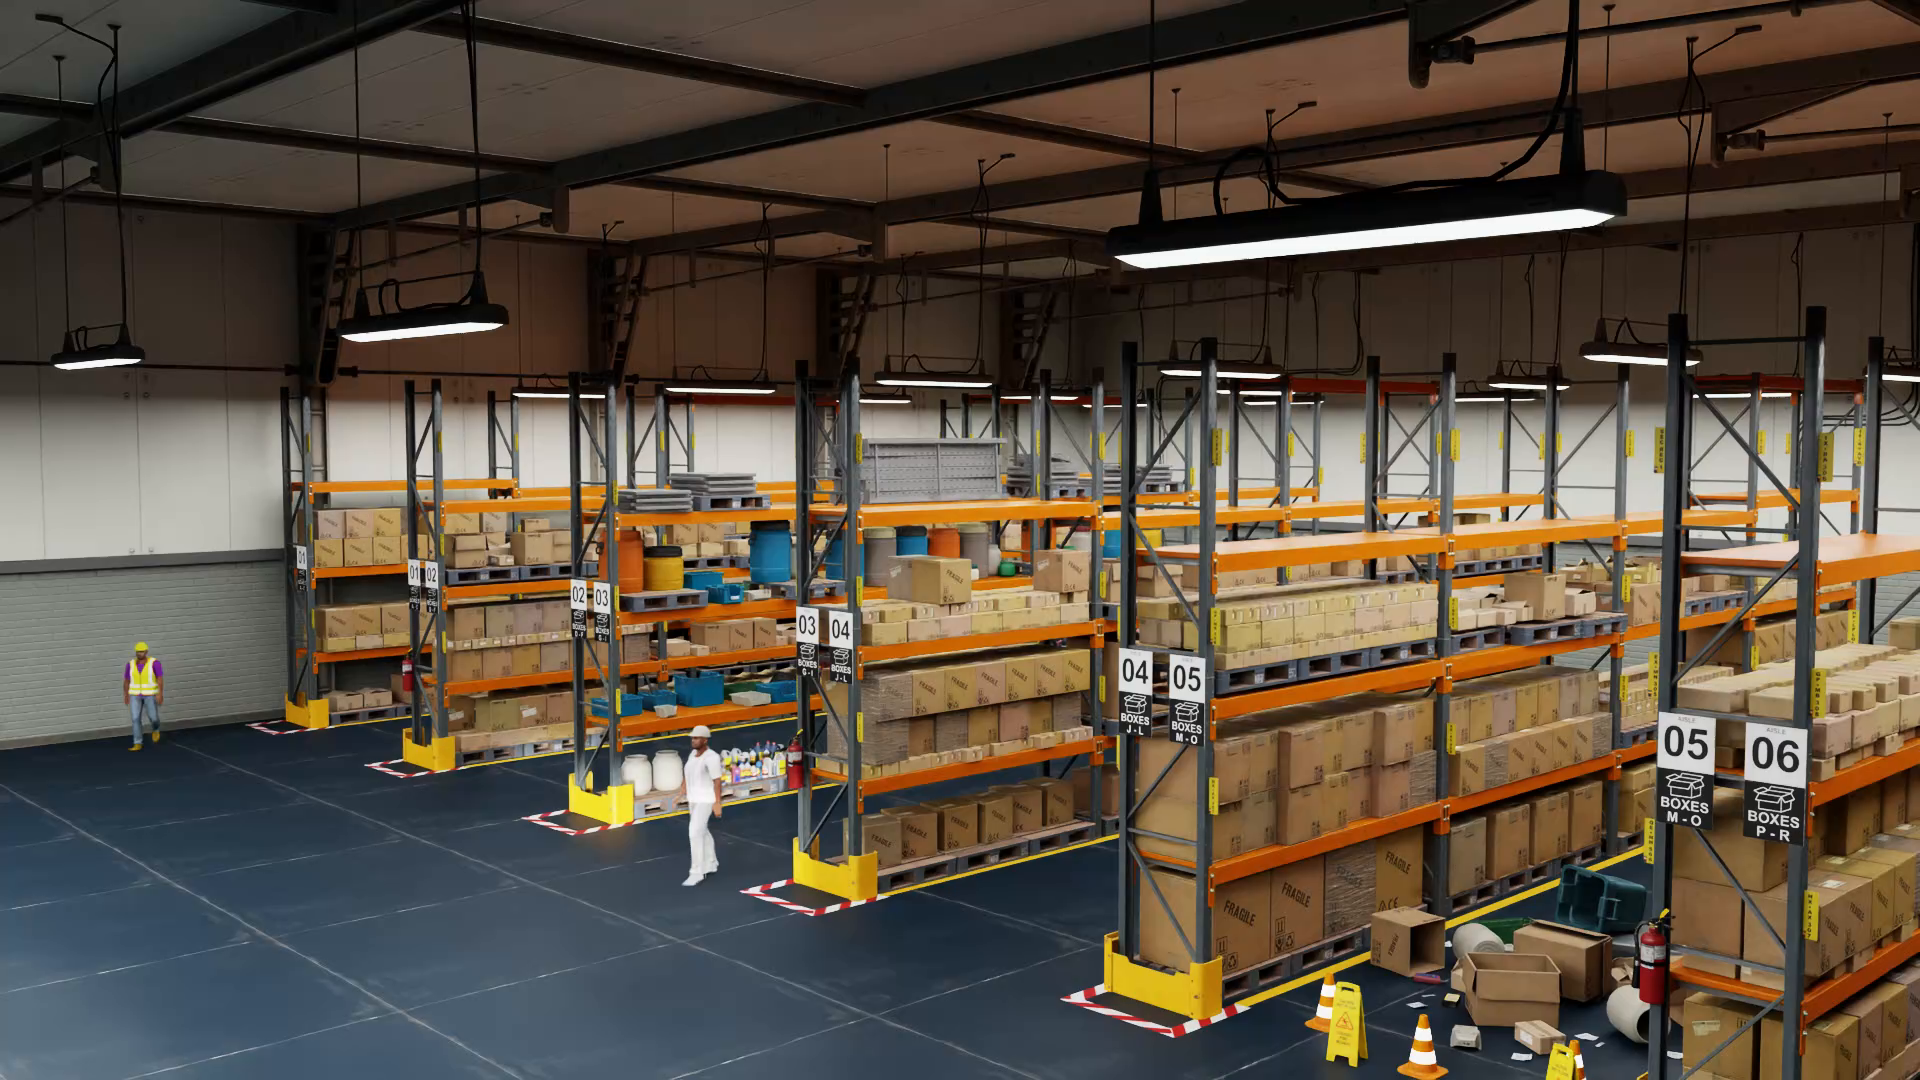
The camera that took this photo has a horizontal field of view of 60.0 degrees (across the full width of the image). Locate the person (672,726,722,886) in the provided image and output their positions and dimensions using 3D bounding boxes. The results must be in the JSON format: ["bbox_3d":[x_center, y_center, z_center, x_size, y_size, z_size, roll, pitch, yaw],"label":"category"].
[{"bbox_3d":[-3.063,3.064,19.310,0.599,1.816,0.569,-2,4,-32],"label":"person"}]

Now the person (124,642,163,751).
[{"bbox_3d":[-13.380,2.539,27.265,0.610,1.754,0.715,-1,4,-14],"label":"person"}]
